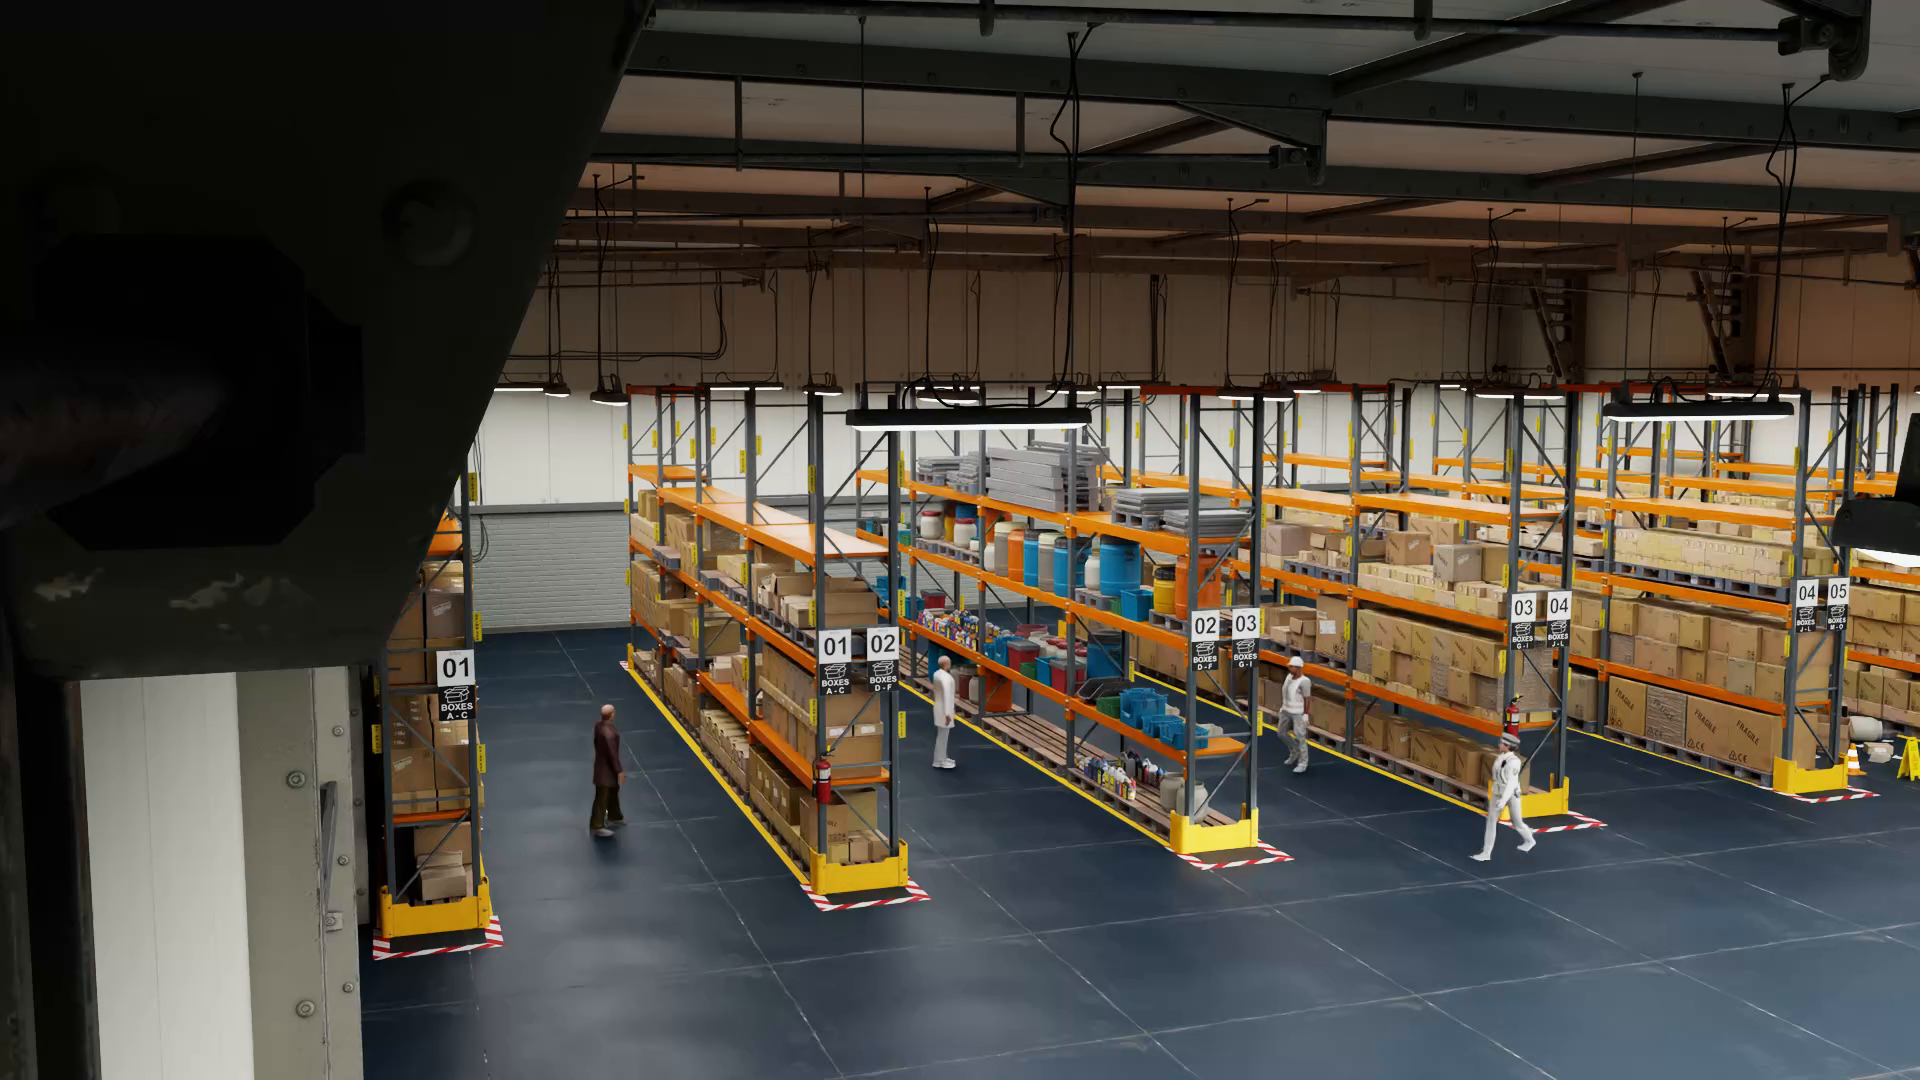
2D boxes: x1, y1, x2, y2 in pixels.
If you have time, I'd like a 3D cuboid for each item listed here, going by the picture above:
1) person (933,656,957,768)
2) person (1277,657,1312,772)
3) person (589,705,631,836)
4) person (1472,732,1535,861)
[{"bbox_3d":[-0.246,2.721,26.371,0.392,1.790,0.675,-2,6,-15],"label":"person"},{"bbox_3d":[5.300,2.721,26.209,0.451,1.791,0.596,-3,7,-26],"label":"person"},{"bbox_3d":[-4.793,3.126,22.682,0.578,1.821,0.711,-1,6,-13],"label":"person"},{"bbox_3d":[7.043,3.295,21.436,0.971,1.648,0.404,-5,8,-40],"label":"person"}]
